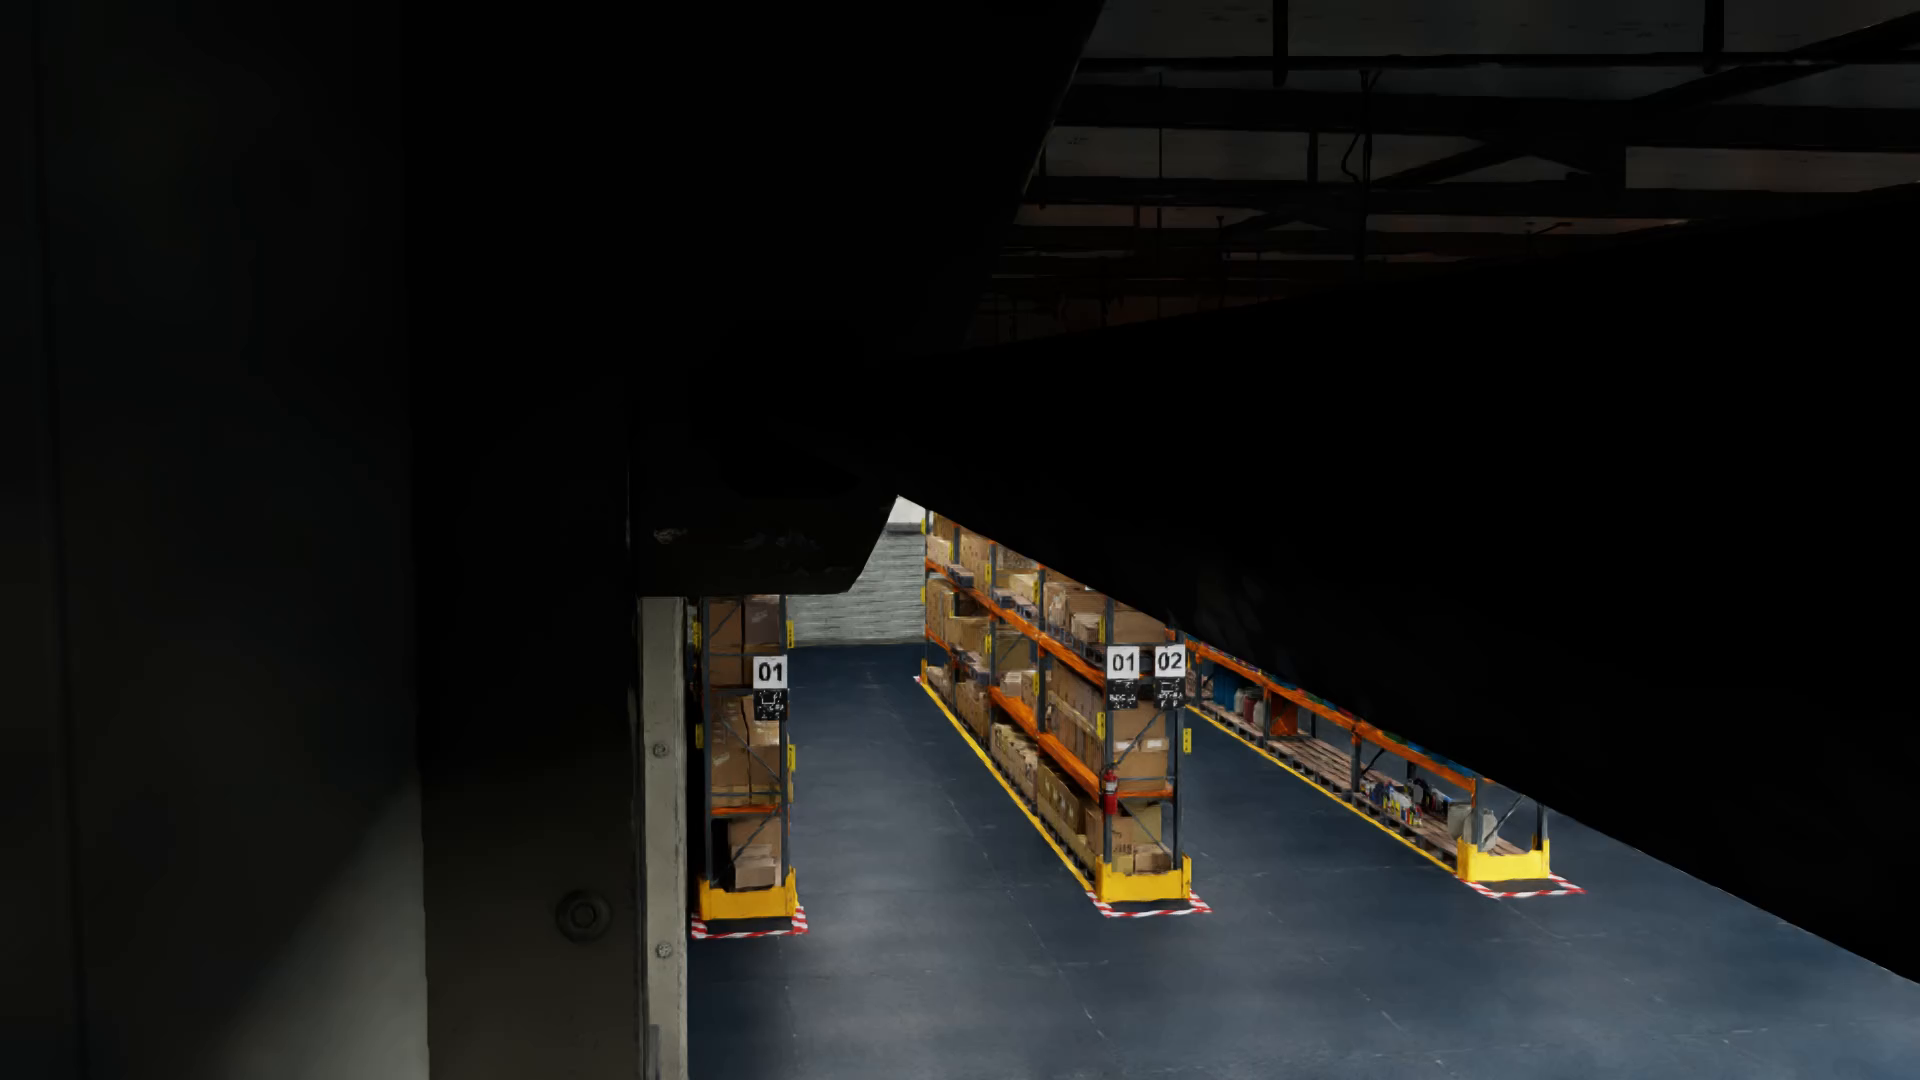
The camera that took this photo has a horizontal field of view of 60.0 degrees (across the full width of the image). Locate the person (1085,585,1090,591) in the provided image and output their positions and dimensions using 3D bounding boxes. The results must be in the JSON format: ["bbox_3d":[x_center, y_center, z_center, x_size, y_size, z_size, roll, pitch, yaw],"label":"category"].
[{"bbox_3d":[2.956,1.934,39.841,0.530,1.764,0.723,2,6,24],"label":"person"}]
